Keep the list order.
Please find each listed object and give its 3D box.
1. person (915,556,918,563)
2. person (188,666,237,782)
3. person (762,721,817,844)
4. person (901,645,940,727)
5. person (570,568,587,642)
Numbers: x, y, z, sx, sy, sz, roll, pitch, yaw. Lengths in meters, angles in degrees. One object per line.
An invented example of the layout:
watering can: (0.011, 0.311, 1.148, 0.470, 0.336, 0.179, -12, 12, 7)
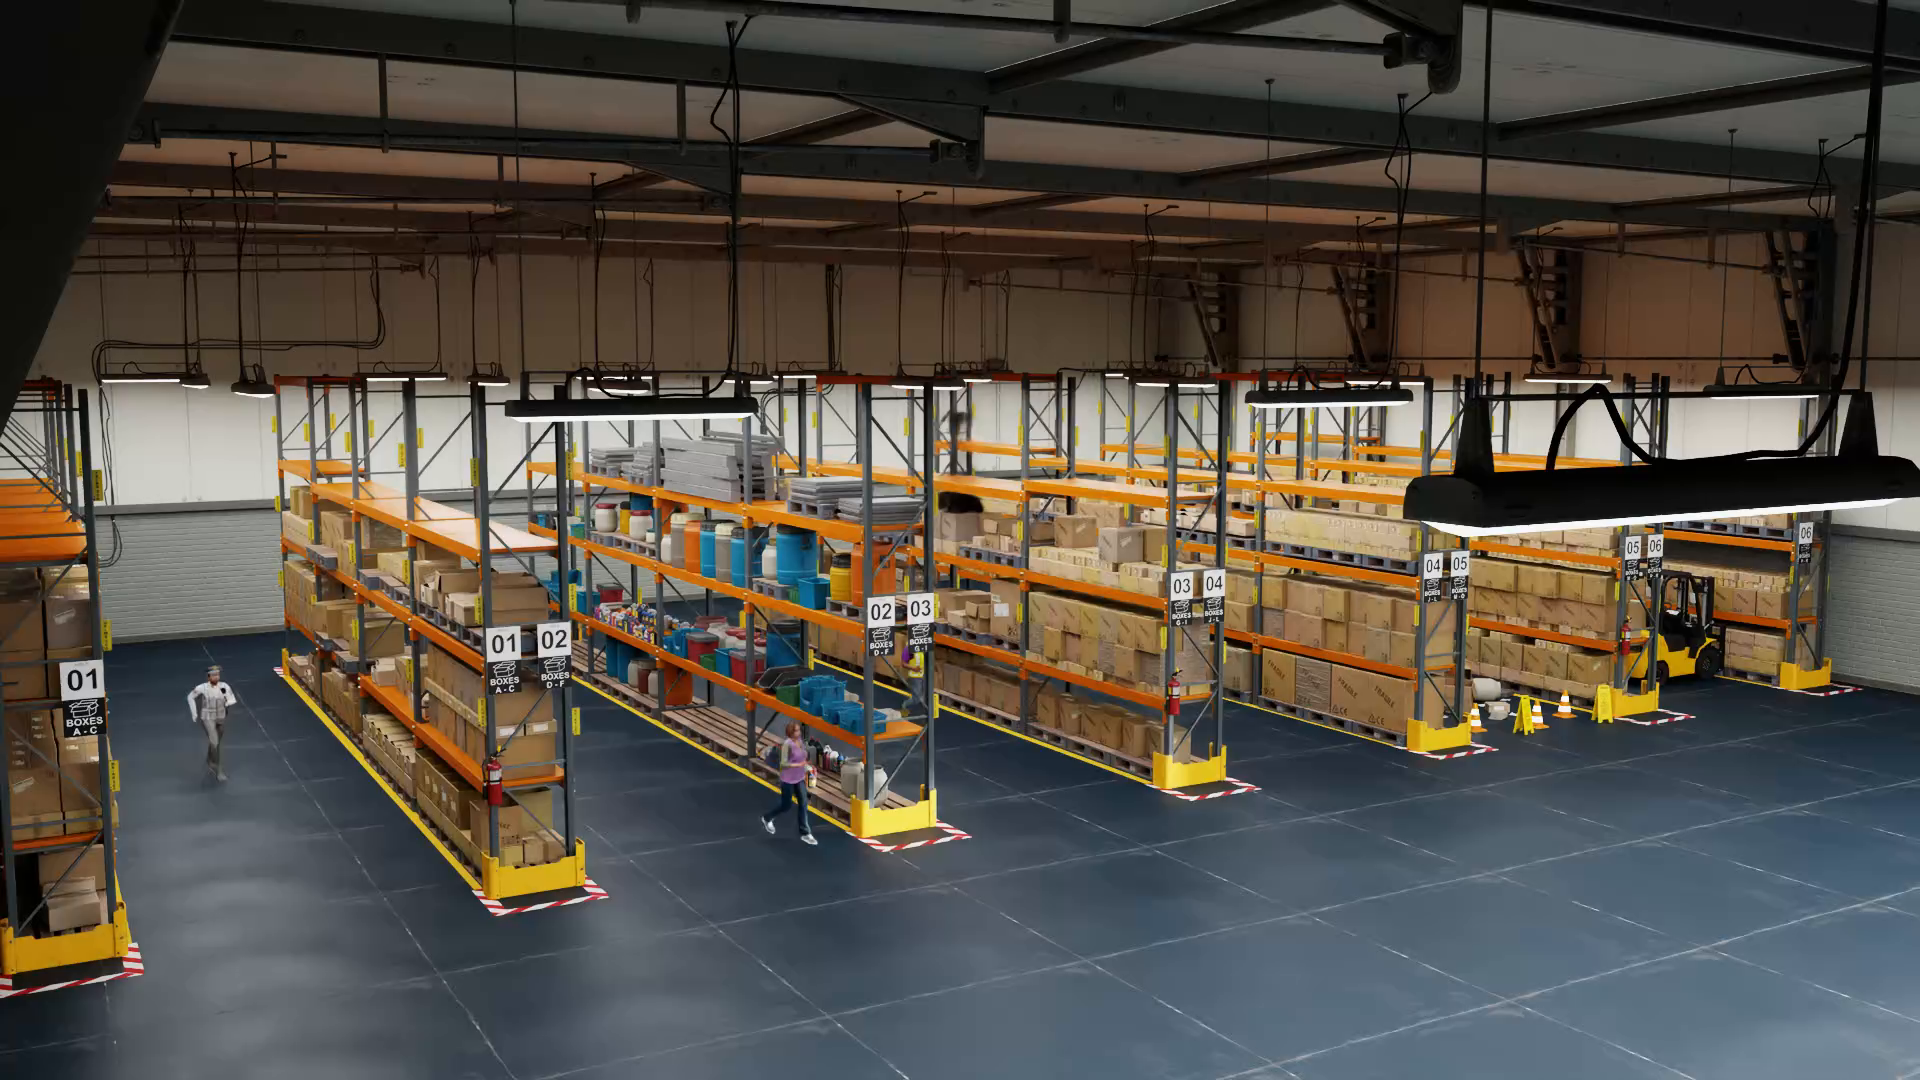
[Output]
person: (-1.137, 1.201, 39.068, 0.679, 1.745, 0.664, -3, 7, -27)
person: (-11.272, 2.736, 25.124, 0.851, 1.737, 0.581, 6, 8, 42)
person: (-2.217, 3.150, 21.719, 0.881, 1.572, 0.537, 4, 7, 33)
person: (-0.691, 2.346, 28.610, 0.714, 1.733, 0.791, -4, 8, -35)
person: (-8.539, 1.461, 37.130, 0.508, 1.667, 0.584, -3, 7, -24)
